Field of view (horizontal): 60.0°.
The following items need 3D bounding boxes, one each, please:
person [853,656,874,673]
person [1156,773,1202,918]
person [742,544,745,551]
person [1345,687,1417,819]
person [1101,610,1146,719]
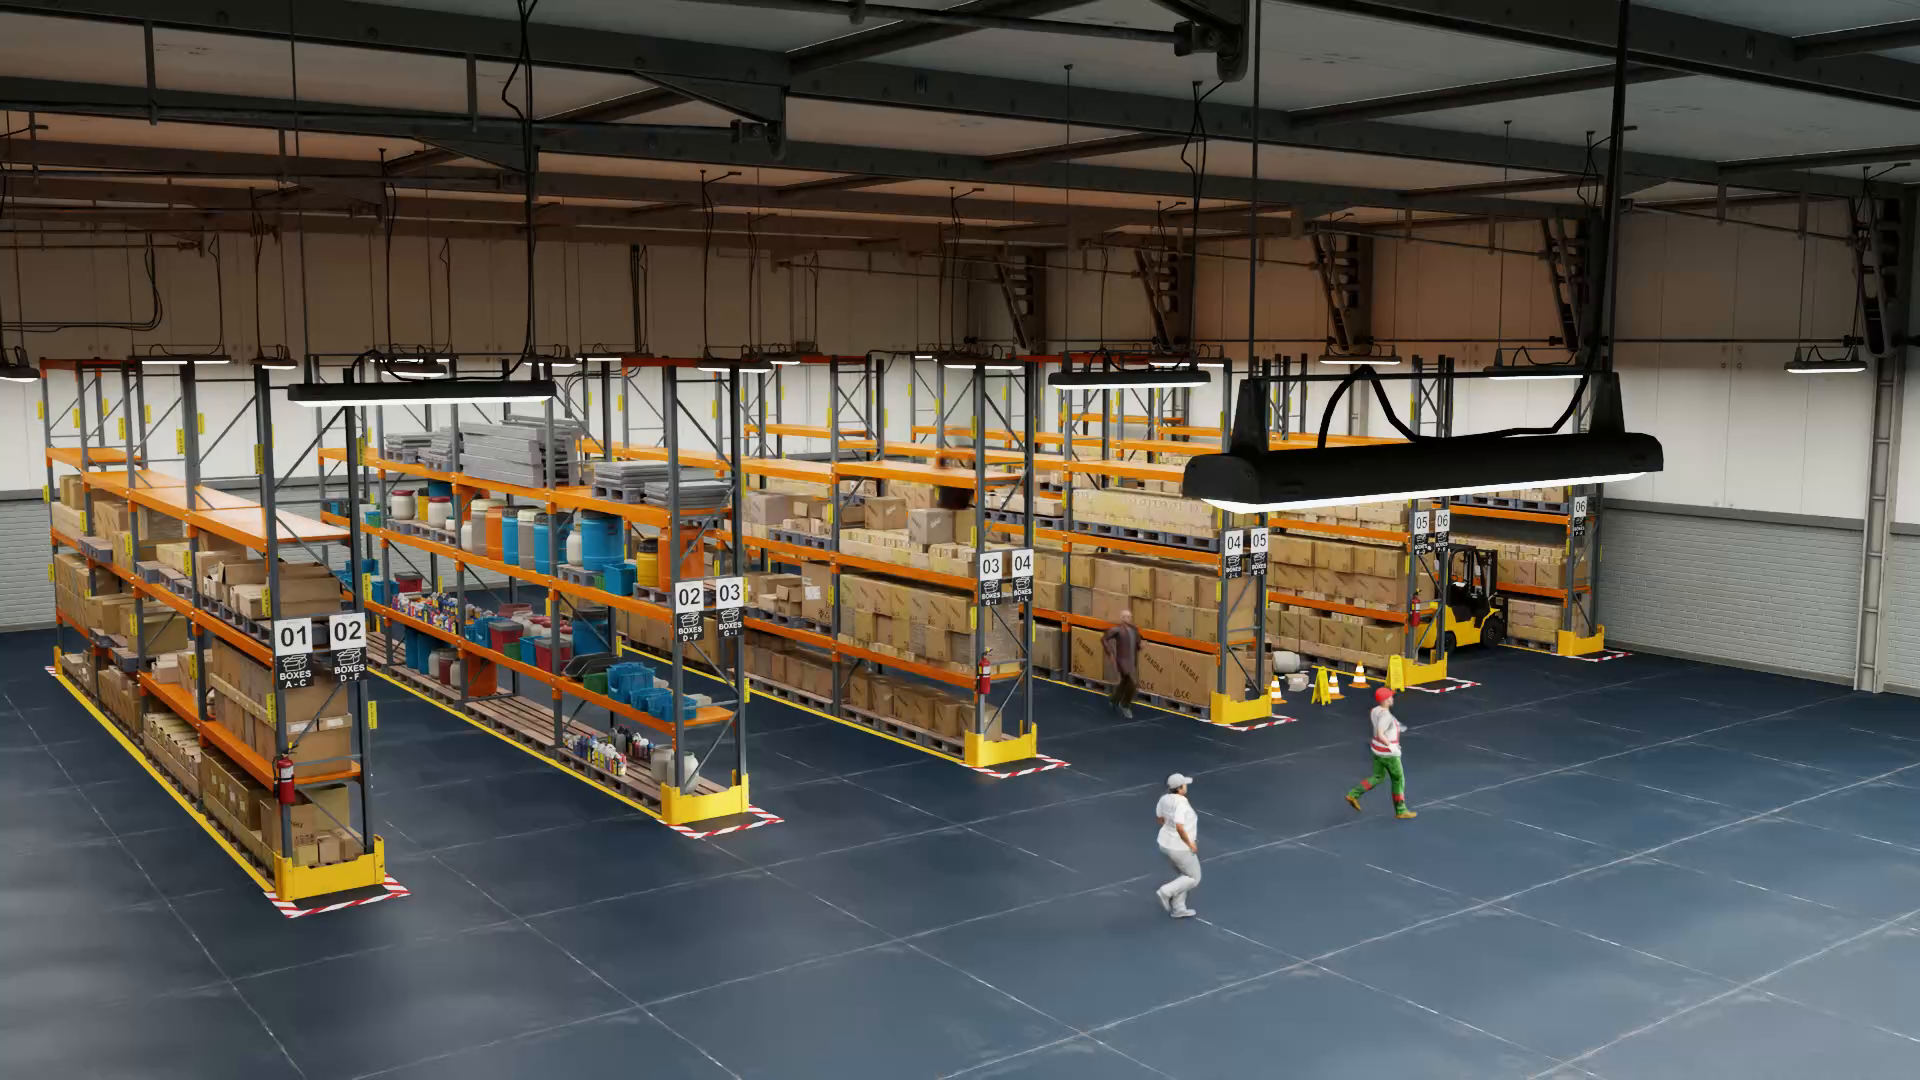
[{"bbox_3d":[-1.783,1.768,31.647,0.556,1.552,0.549,6,9,42],"label":"person"},{"bbox_3d":[2.351,3.352,18.188,0.566,1.620,0.622,-3,8,-25],"label":"person"},{"bbox_3d":[-5.440,0.528,41.646,0.591,1.648,0.775,6,9,41],"label":"person"},{"bbox_3d":[5.590,2.811,21.945,0.967,1.768,0.667,-1,7,-9],"label":"person"},{"bbox_3d":[2.803,2.094,28.057,0.809,1.834,0.670,6,9,43],"label":"person"}]
